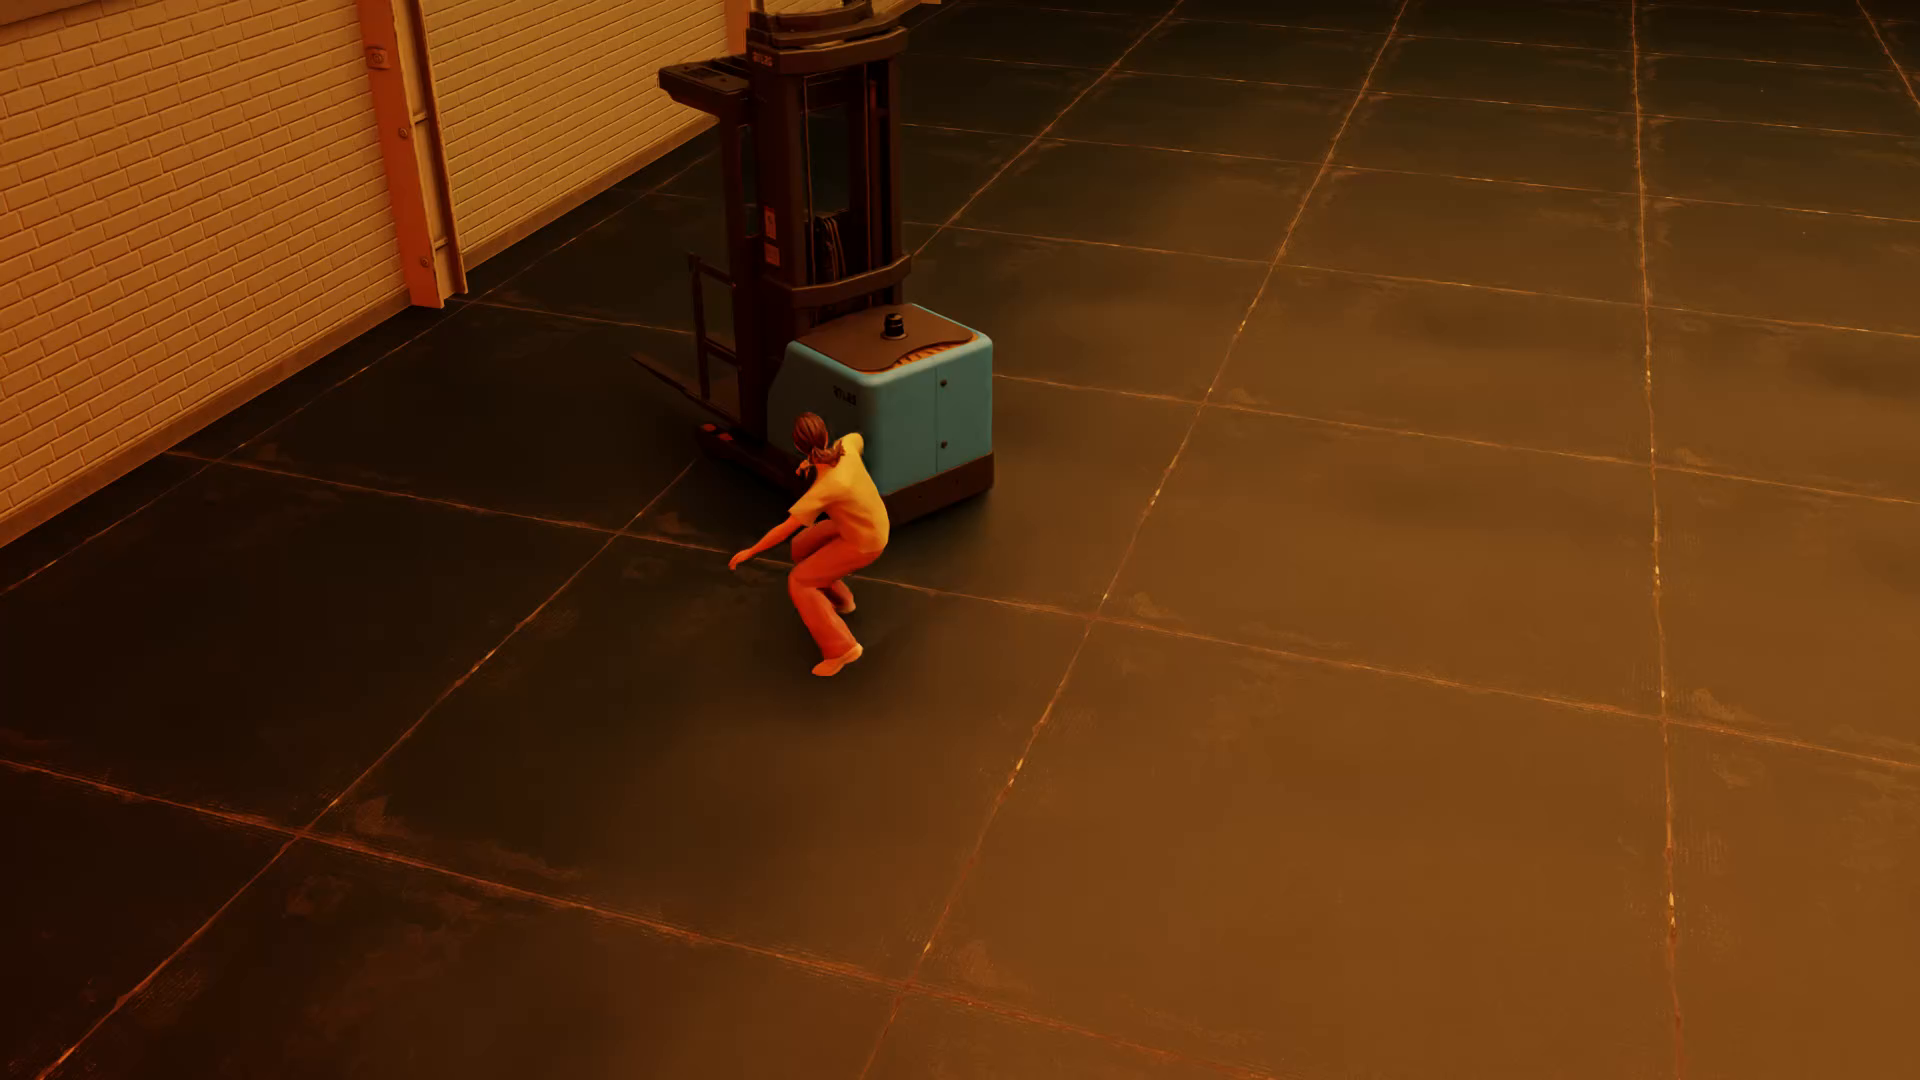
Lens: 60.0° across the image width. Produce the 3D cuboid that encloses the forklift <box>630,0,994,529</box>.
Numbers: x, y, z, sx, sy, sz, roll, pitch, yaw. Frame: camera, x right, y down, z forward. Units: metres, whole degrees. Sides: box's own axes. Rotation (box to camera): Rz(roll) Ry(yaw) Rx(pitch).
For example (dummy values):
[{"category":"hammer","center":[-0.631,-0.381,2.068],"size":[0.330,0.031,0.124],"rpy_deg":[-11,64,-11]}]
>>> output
[{"category":"forklift","center":[-1.135,-1.963,10.580],"size":[1.130,2.935,3.031],"rpy_deg":[-24,37,-35]}]

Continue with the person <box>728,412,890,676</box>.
[{"category":"person","center":[-0.774,-0.041,8.784],"size":[0.796,1.417,0.722],"rpy_deg":[2,30,4]}]
